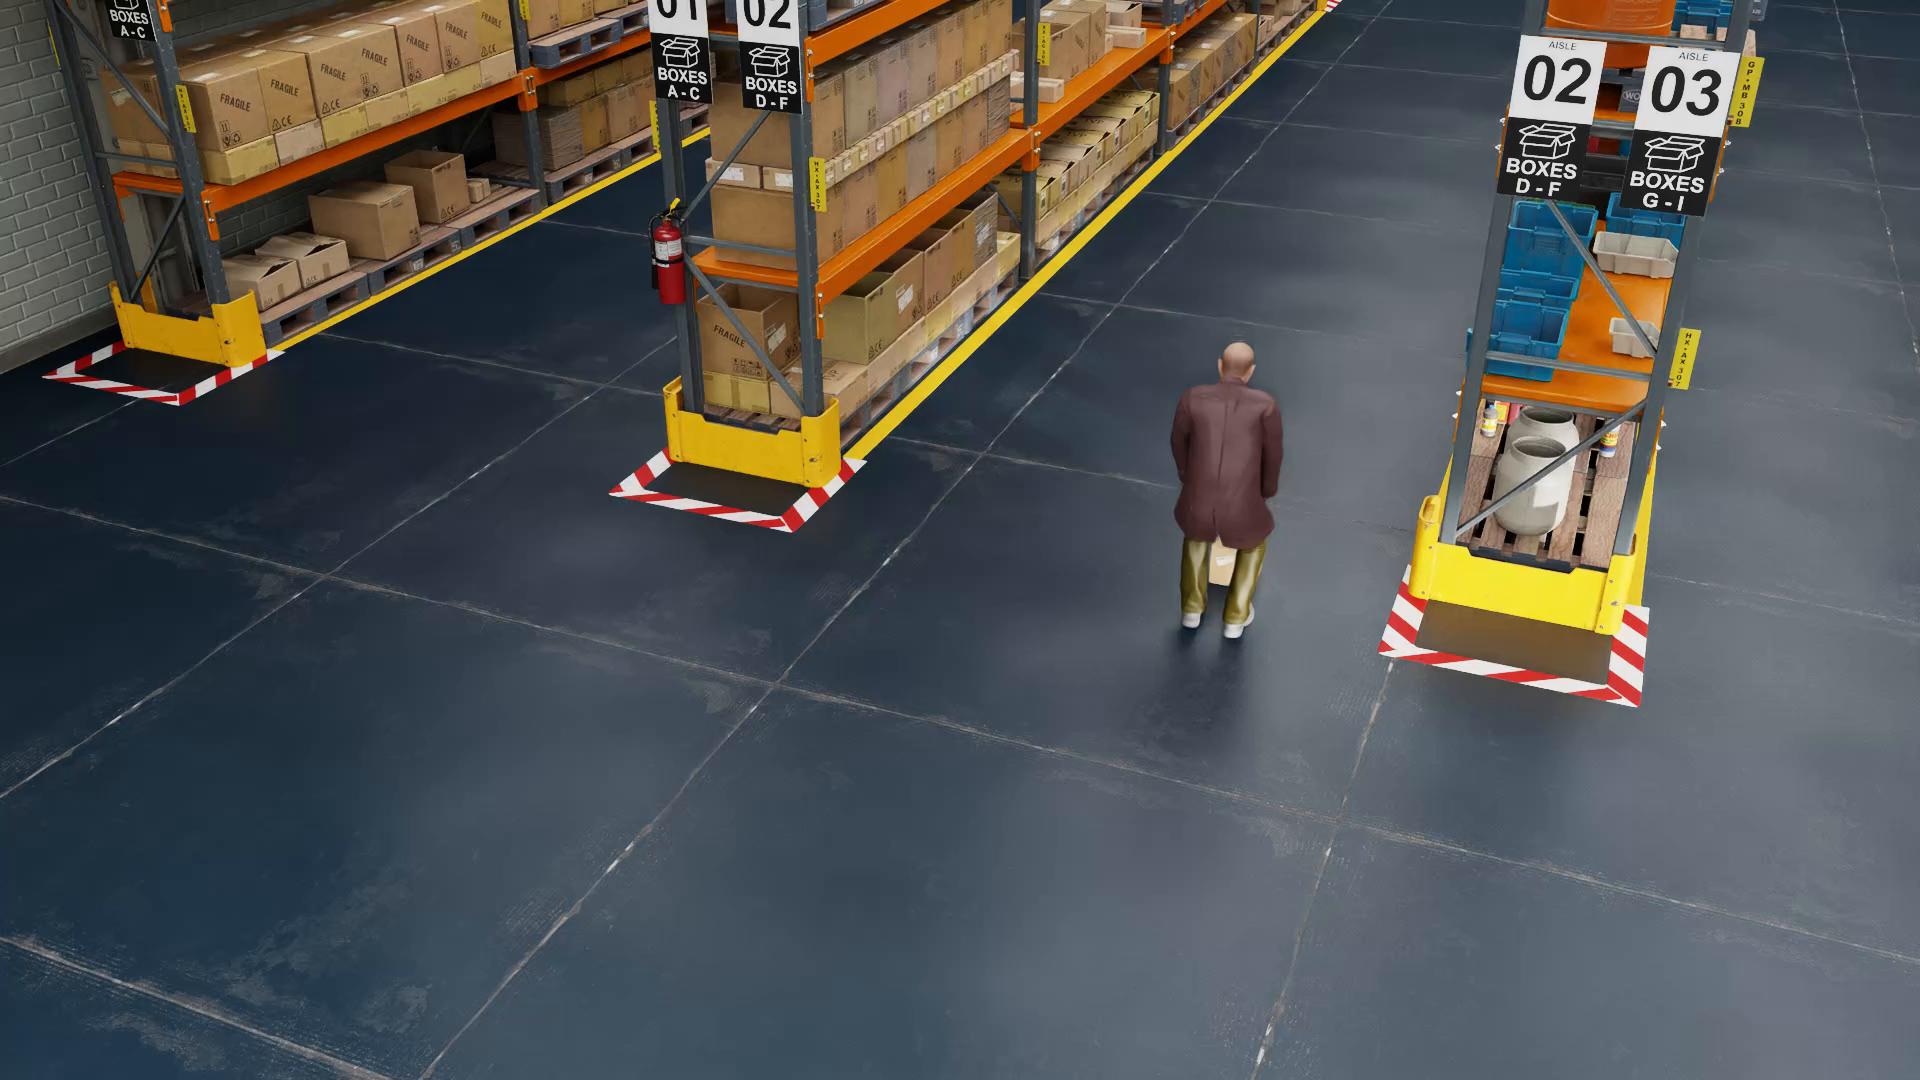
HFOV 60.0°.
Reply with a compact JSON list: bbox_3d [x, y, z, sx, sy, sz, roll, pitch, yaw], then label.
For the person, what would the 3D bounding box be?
[{"bbox_3d":[1.422,-0.200,9.096,0.620,1.473,0.564,12,31,20],"label":"person"}]
